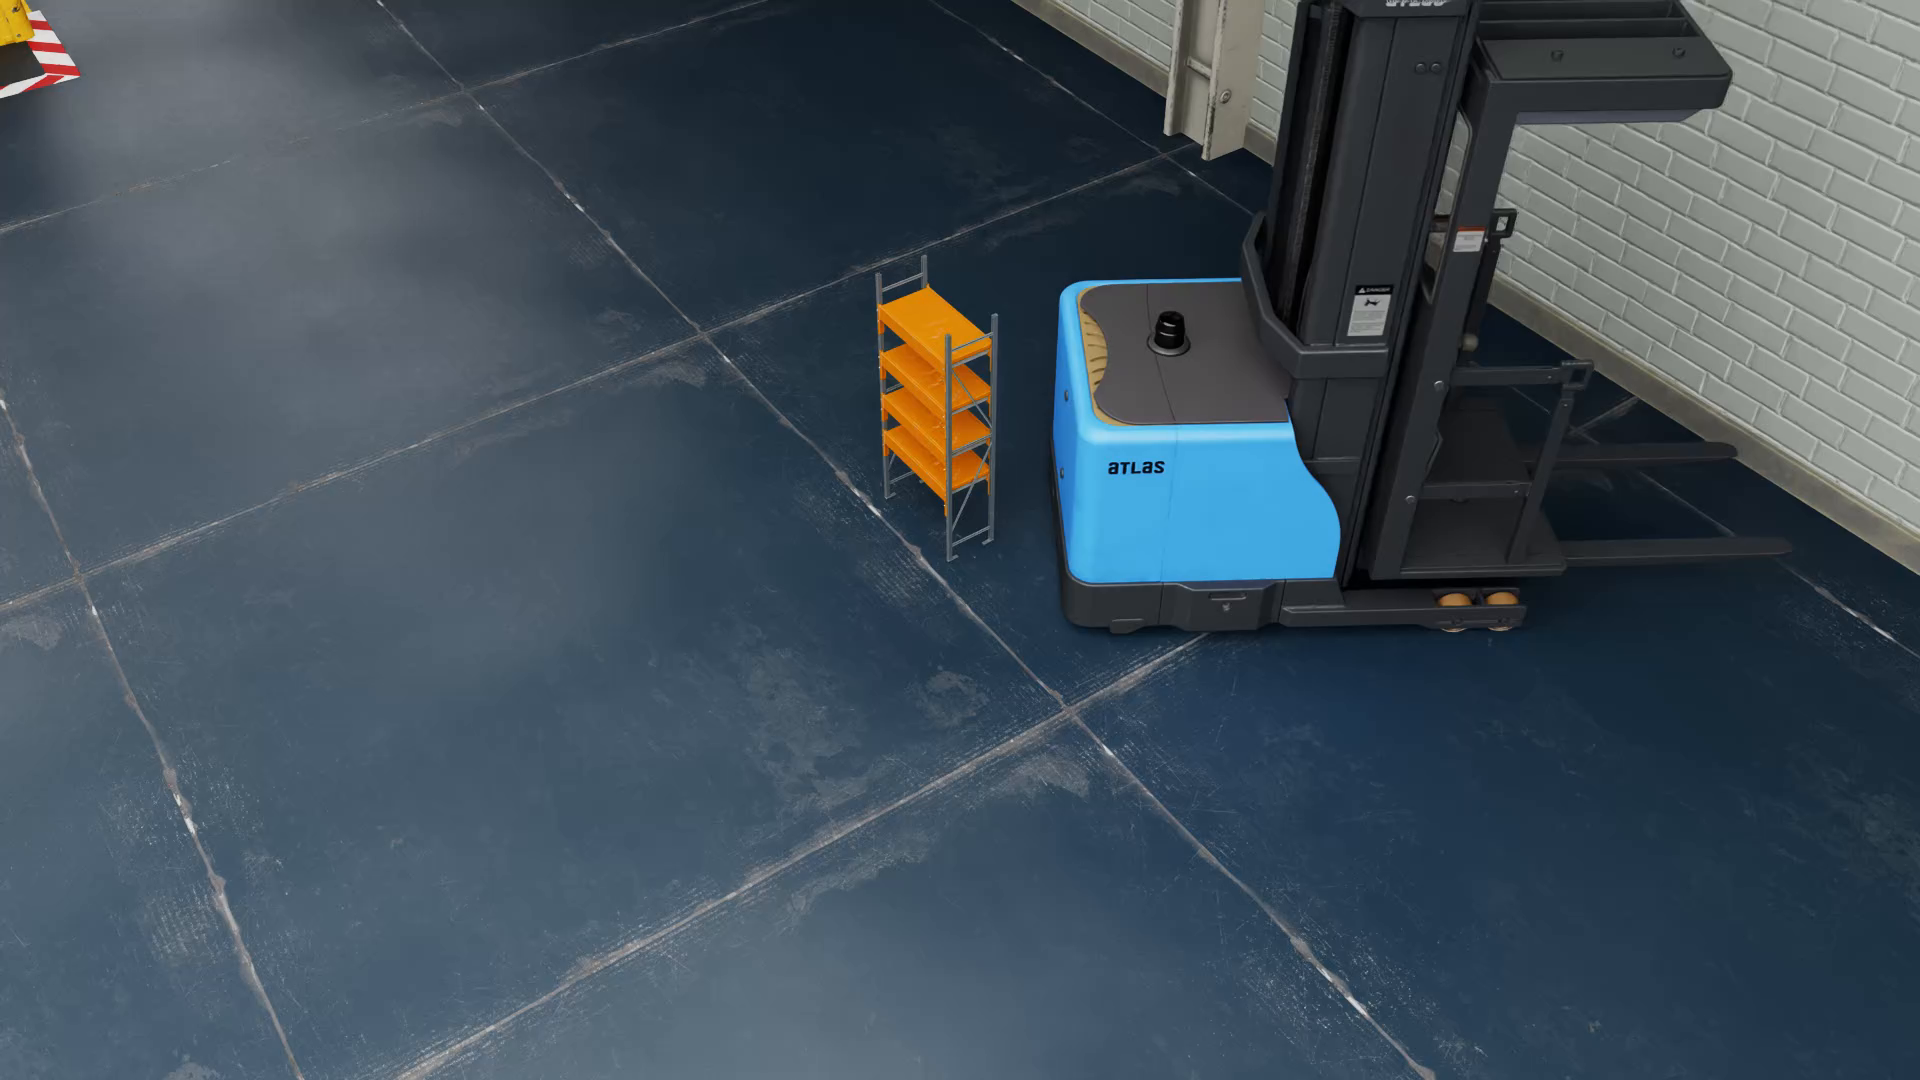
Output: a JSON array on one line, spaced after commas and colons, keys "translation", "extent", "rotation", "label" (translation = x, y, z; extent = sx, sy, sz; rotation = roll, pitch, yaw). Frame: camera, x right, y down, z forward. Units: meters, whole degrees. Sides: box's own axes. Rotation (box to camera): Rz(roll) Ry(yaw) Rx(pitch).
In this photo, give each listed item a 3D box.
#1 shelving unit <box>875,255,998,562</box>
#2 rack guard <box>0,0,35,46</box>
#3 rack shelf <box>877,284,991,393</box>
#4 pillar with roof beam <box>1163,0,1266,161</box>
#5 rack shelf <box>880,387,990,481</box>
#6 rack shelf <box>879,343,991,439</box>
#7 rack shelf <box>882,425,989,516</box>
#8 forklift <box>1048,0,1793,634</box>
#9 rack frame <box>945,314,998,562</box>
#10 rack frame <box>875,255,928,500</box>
[{"translation": [-0.095, -0.528, 6.925], "extent": [0.258, 1.200, 0.503], "rotation": [-26, 49, -24], "label": "shelving unit"}, {"translation": [-6.459, -3.249, 10.282], "extent": [1.175, 0.500, 0.348], "rotation": [-26, 49, -24], "label": "rack guard"}, {"translation": [-0.095, -0.812, 6.654], "extent": [0.258, 0.148, 0.480], "rotation": [-26, 49, -24], "label": "rack shelf"}, {"translation": [-2.104, -3.894, 4.803], "extent": [9.100, 9.000, 0.400], "rotation": [-26, 49, -24], "label": "pillar with roof beam"}, {"translation": [-0.095, -0.479, 6.971], "extent": [0.258, 0.148, 0.480], "rotation": [-26, 49, -24], "label": "rack shelf"}, {"translation": [-0.095, -0.641, 6.817], "extent": [0.258, 0.148, 0.480], "rotation": [-26, 49, -24], "label": "rack shelf"}, {"translation": [-0.095, -0.335, 7.108], "extent": [0.258, 0.148, 0.480], "rotation": [-26, 49, -24], "label": "rack shelf"}, {"translation": [1.923, -1.048, 6.216], "extent": [3.031, 2.935, 1.130], "rotation": [-1, 44, -1], "label": "forklift"}, {"translation": [0.045, -0.390, 6.780], "extent": [0.240, 1.200, 0.015], "rotation": [-26, 49, -24], "label": "rack frame"}, {"translation": [-0.234, -0.666, 7.070], "extent": [0.240, 1.200, 0.015], "rotation": [-26, 49, -24], "label": "rack frame"}]
